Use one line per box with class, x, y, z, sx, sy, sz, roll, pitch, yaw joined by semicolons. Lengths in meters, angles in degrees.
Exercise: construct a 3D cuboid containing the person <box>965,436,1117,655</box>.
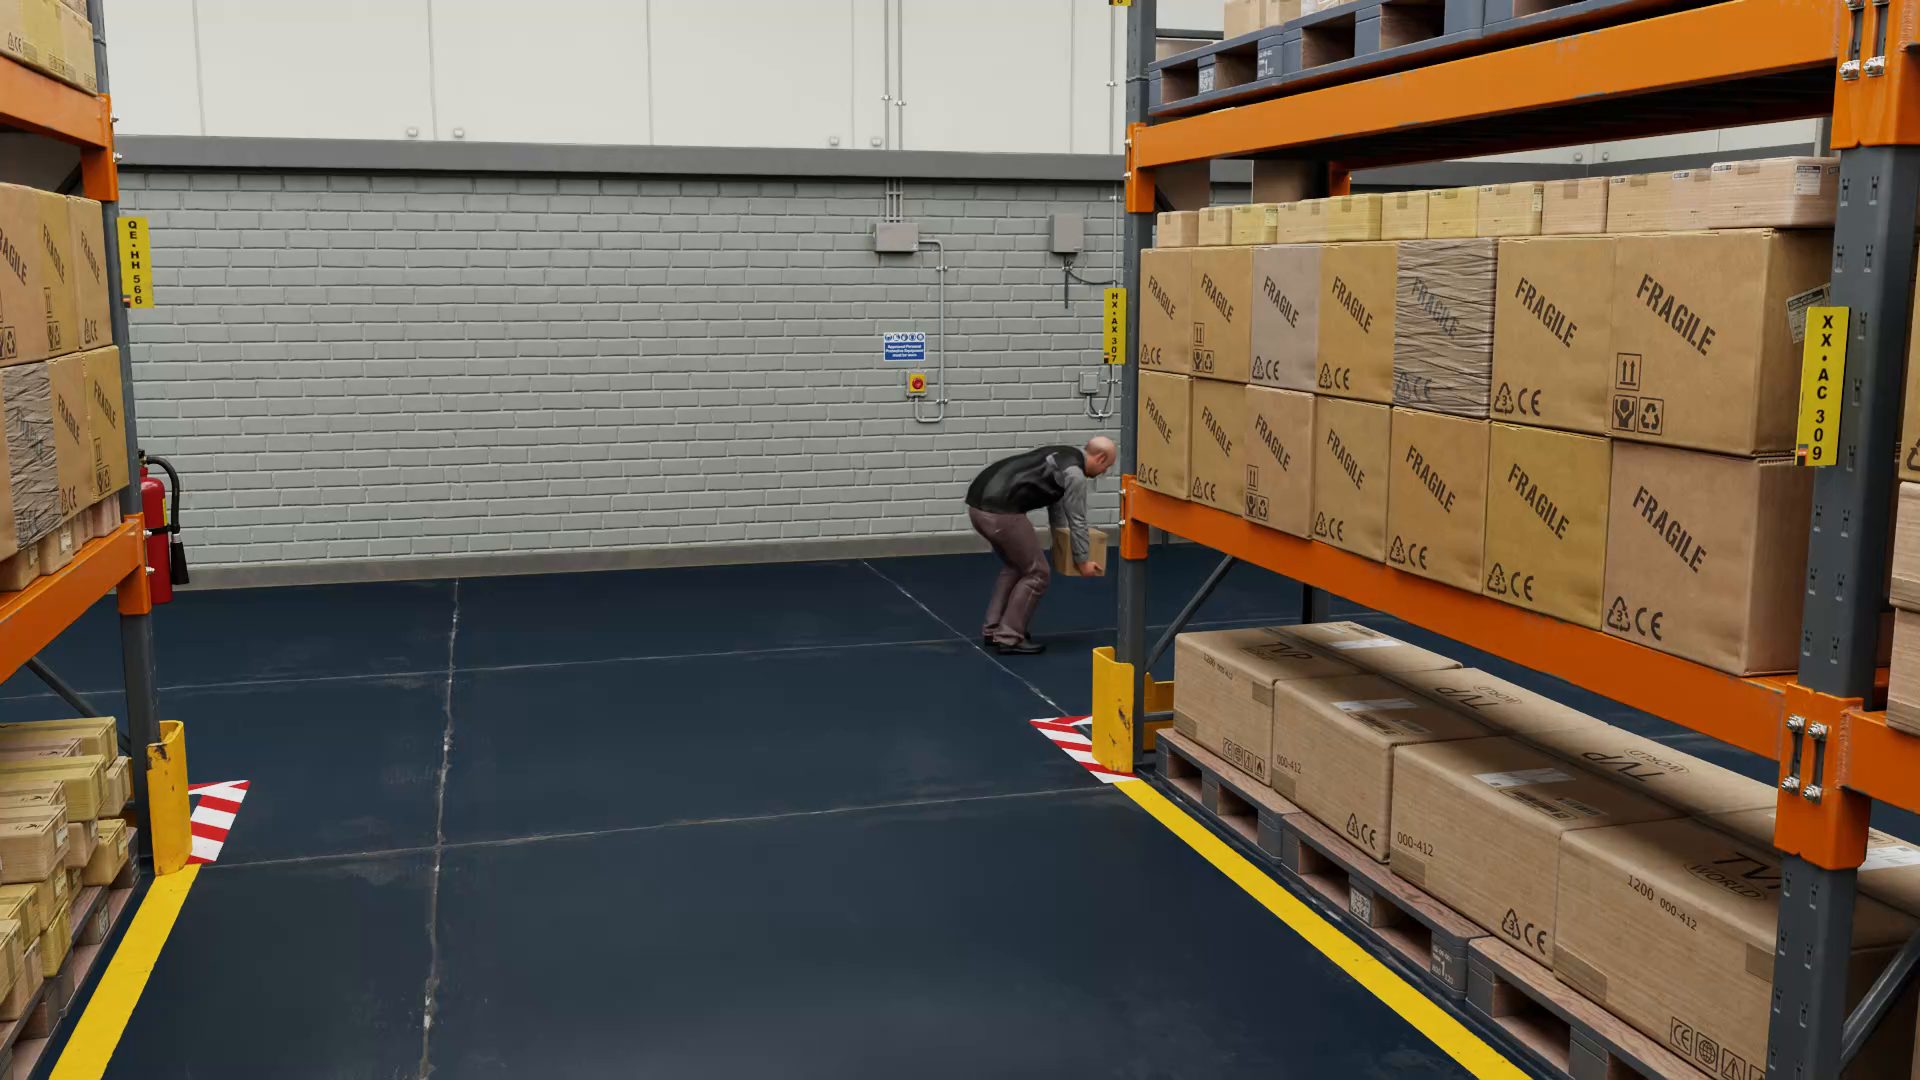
person;0.495;0.022;9.843;0.918;1.235;0.476;-3;10;-18
